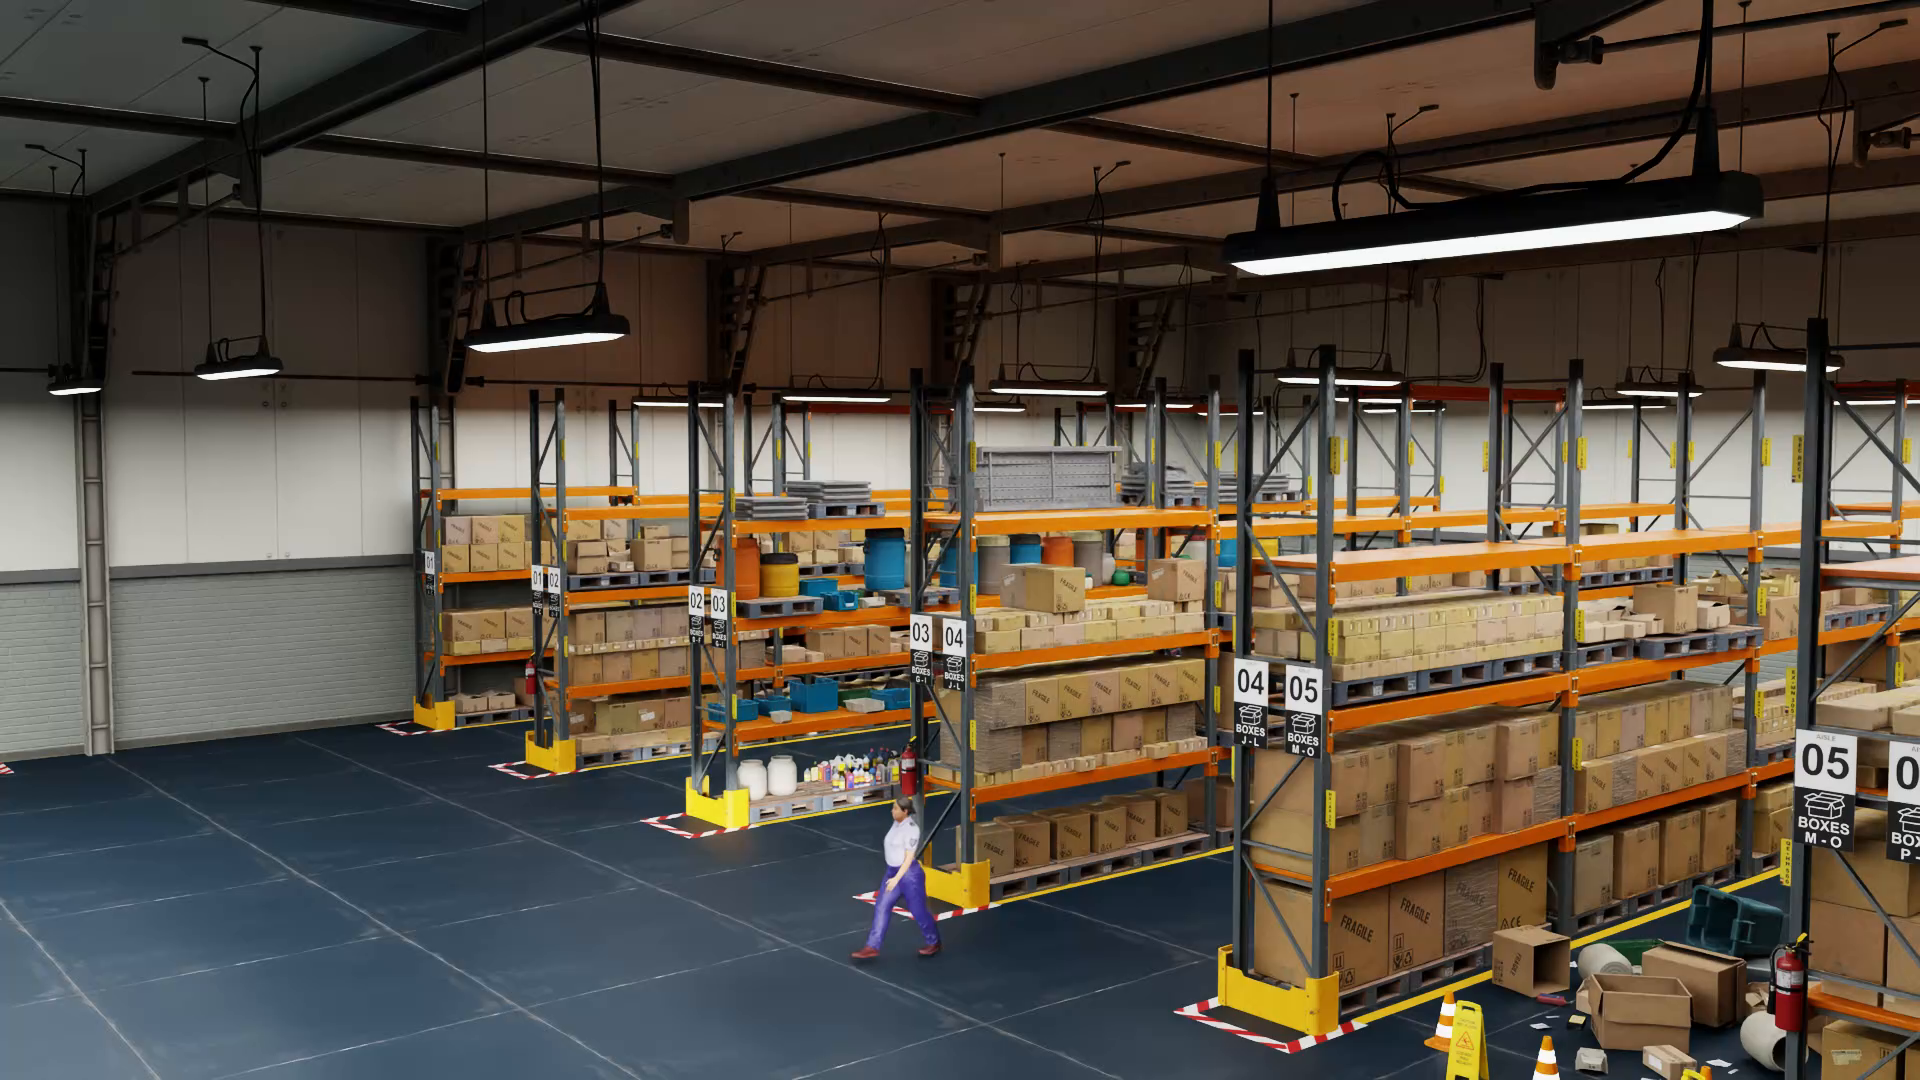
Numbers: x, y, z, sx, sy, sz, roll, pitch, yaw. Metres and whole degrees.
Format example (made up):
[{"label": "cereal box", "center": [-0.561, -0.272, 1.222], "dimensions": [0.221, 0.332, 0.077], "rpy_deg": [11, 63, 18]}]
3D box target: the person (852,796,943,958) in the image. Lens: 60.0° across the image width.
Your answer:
[{"label": "person", "center": [-0.626, 3.362, 16.605], "dimensions": [0.939, 1.596, 0.501], "rpy_deg": [-2, 4, -31]}]
